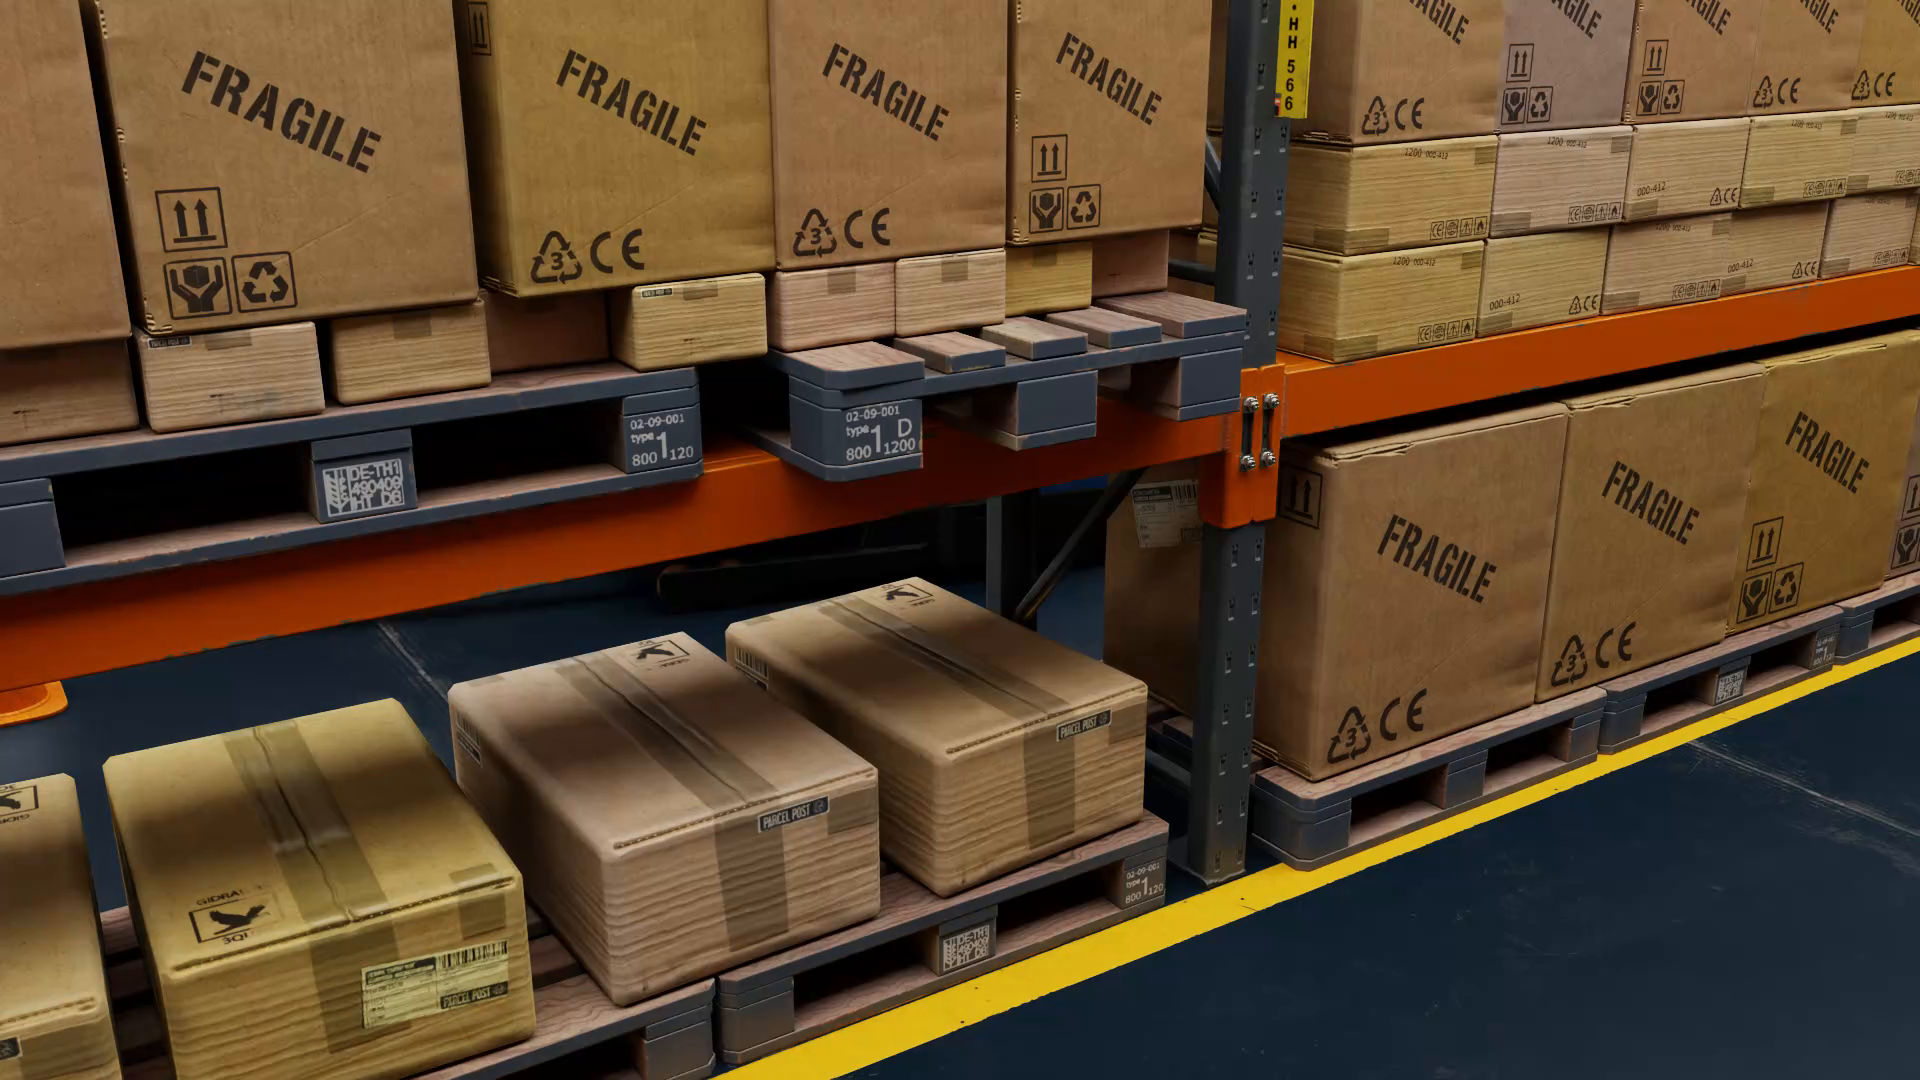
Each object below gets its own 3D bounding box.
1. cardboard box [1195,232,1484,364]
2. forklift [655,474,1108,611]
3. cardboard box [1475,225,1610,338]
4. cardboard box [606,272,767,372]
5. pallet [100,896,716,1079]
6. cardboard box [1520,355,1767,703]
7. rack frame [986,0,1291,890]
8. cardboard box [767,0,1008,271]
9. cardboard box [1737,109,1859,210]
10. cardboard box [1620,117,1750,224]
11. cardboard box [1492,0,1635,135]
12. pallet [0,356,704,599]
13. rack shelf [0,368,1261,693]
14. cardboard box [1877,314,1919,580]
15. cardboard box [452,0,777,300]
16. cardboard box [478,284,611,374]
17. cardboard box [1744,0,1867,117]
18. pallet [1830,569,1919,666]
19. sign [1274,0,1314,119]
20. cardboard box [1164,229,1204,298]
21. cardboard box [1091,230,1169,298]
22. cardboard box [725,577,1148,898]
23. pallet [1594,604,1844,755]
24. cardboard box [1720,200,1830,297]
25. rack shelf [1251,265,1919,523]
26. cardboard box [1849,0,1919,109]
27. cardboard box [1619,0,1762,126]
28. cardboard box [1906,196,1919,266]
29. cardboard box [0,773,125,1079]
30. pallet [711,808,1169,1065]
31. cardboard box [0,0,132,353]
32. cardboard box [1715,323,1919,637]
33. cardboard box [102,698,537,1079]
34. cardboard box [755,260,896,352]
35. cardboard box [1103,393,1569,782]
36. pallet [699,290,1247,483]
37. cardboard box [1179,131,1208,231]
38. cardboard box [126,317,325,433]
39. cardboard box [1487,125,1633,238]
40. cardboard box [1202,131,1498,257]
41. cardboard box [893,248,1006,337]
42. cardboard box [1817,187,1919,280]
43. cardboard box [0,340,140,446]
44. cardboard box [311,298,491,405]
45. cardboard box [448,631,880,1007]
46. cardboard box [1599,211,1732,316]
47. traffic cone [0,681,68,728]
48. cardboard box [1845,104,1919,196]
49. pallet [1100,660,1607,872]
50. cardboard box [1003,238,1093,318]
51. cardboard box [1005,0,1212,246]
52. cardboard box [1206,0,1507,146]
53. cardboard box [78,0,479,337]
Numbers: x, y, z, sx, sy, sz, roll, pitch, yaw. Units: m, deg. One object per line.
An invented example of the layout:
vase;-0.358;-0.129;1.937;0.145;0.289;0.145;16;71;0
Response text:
cardboard box;0.945;-0.639;4.186;0.500;0.250;0.500;-12;22;-32
forklift;-0.891;-1.321;6.075;3.031;2.935;1.130;-6;20;-16
cardboard box;1.364;-0.734;4.468;0.500;0.250;0.500;-13;22;-33
cardboard box;-0.553;-0.433;3.079;0.250;0.149;0.380;-11;22;-30
pallet;-1.273;0.980;3.515;1.213;0.211;1.003;-12;22;-31
cardboard box;1.768;-0.139;5.135;0.875;0.875;0.875;-12;22;-31
rack frame;0.398;-0.691;4.106;0.127;3.000;1.000;-12;22;-31
cardboard box;-0.254;-0.830;3.240;0.500;0.500;0.500;-12;22;-32
cardboard box;2.243;-1.141;4.891;0.500;0.250;0.500;-11;22;-30
cardboard box;1.812;-1.056;4.637;0.500;0.250;0.500;-12;22;-32
cardboard box;1.353;-1.324;4.260;0.500;0.500;0.500;-12;22;-31
pallet;-1.233;-0.241;3.073;1.213;0.211;1.003;-12;22;-31
rack shelf;-1.272;0.002;3.179;4.000;0.370;1.077;-12;22;-31
cardboard box;3.265;-0.458;6.077;0.875;0.875;0.875;-11;22;-30
cardboard box;-0.675;-0.741;2.977;0.500;0.500;0.500;-14;23;-35
cardboard box;-0.832;-0.423;3.048;0.250;0.149;0.380;-12;22;-31
cardboard box;2.217;-1.499;4.777;0.500;0.500;0.500;-12;22;-31
pallet;3.136;0.081;6.175;1.213;0.211;1.003;-12;22;-31
sign;0.704;-1.059;3.509;0.005;0.325;0.100;-12;22;-31
cardboard box;0.678;-0.779;4.599;0.500;0.250;0.500;-13;23;-33
cardboard box;0.254;-0.651;3.722;0.250;0.149;0.380;-11;22;-29
cardboard box;-0.079;0.451;4.173;0.625;0.372;0.950;-14;23;-35
pallet;2.116;0.297;5.536;1.213;0.211;1.003;-12;22;-31
cardboard box;2.216;-0.913;4.996;0.500;0.250;0.500;-12;22;-31
rack shelf;2.068;-0.703;5.263;4.000;0.370;1.077;-12;22;-31
cardboard box;2.642;-1.594;5.059;0.500;0.500;0.500;-11;22;-30
cardboard box;1.794;-1.411;4.517;0.500;0.500;0.500;-11;22;-30
cardboard box;3.077;-1.089;5.517;0.500;0.250;0.500;-12;22;-32
cardboard box;-1.907;0.839;3.028;0.625;0.372;0.950;-10;21;-28
pallet;-0.255;0.767;4.147;1.213;0.211;1.003;-12;22;-31
cardboard box;-1.555;-0.552;2.417;0.500;0.500;0.500;-12;22;-32
cardboard box;2.515;-0.297;5.600;0.875;0.875;0.875;-11;22;-30
cardboard box;-1.328;0.716;3.392;0.625;0.372;0.950;-11;22;-30
cardboard box;-0.331;-0.485;3.234;0.250;0.149;0.380;-13;23;-34
cardboard box;1.021;0.017;4.673;0.875;0.875;0.875;-12;22;-32
pallet;-0.138;-0.446;3.681;1.003;0.211;1.213;-12;22;-31
cardboard box;0.663;-1.010;4.504;0.500;0.250;0.500;-12;22;-32
cardboard box;-1.203;-0.302;2.690;0.250;0.149;0.380;-11;22;-29
cardboard box;1.389;-0.971;4.387;0.500;0.250;0.500;-11;22;-30
cardboard box;0.957;-0.880;4.119;0.500;0.250;0.500;-12;22;-32
cardboard box;-0.116;-0.528;3.359;0.250;0.149;0.380;-12;22;-32
cardboard box;2.645;-1.005;5.269;0.500;0.250;0.500;-13;22;-33
cardboard box;-1.454;-0.269;2.593;0.250;0.149;0.380;-12;22;-31
cardboard box;-0.997;-0.357;2.852;0.250;0.149;0.380;-13;22;-33
cardboard box;-0.691;0.584;3.783;0.625;0.372;0.950;-12;22;-32
cardboard box;1.806;-0.825;4.736;0.500;0.250;0.500;-11;22;-30
traffic cone;-2.985;0.304;5.124;0.334;0.463;0.336;-12;22;-31
cardboard box;2.662;-1.236;5.171;0.500;0.250;0.500;-11;22;-30
pallet;1.098;0.511;4.904;1.213;0.211;1.003;-12;22;-31
cardboard box;0.070;-0.584;3.525;0.250;0.149;0.380;-12;22;-31
cardboard box;0.171;-0.924;3.519;0.500;0.500;0.500;-13;22;-33
cardboard box;0.945;-1.234;3.994;0.500;0.500;0.500;-13;22;-33
cardboard box;-1.132;-0.645;2.693;0.500;0.500;0.500;-13;23;-34
